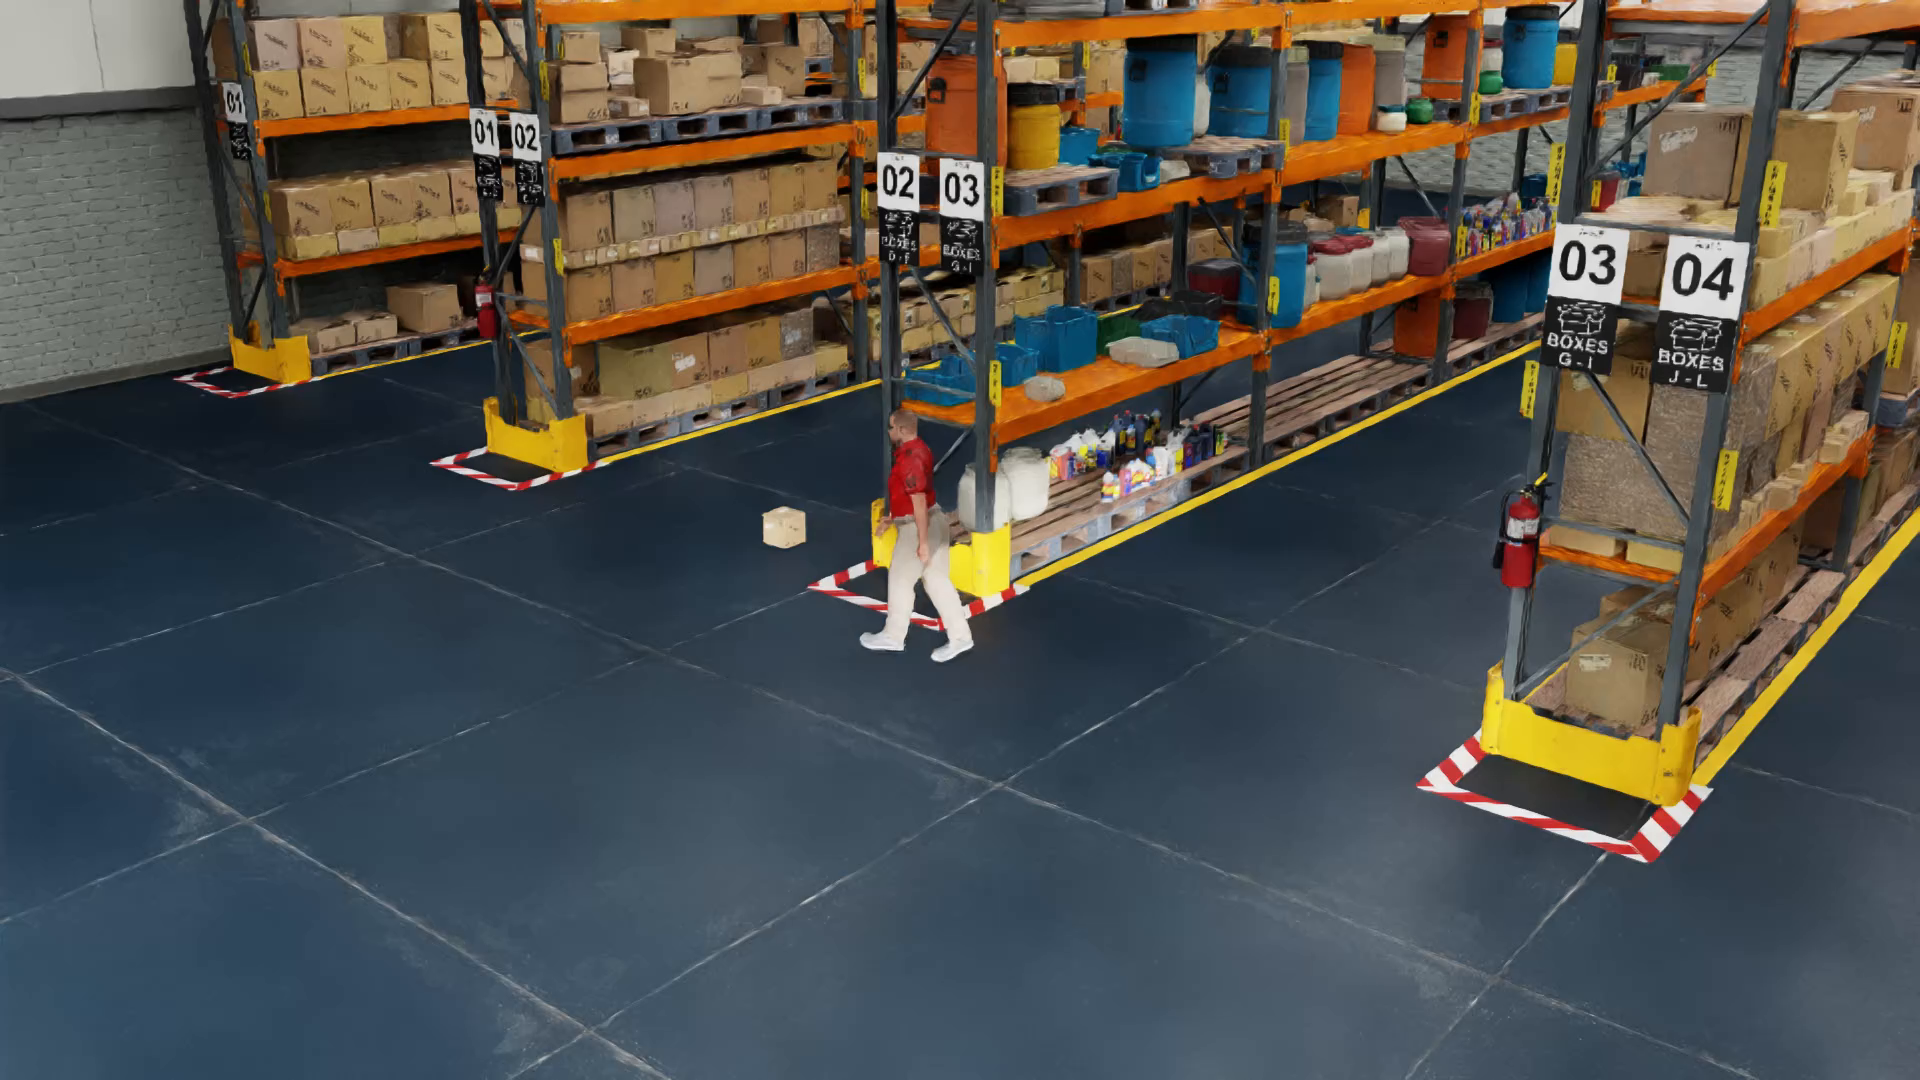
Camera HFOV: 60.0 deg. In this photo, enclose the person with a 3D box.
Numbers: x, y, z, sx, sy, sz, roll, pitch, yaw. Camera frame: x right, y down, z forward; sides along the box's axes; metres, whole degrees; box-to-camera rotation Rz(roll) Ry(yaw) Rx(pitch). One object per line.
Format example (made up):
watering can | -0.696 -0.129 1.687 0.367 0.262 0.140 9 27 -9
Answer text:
person | -0.303 -0.044 11.213 0.797 1.699 0.582 6 21 16
